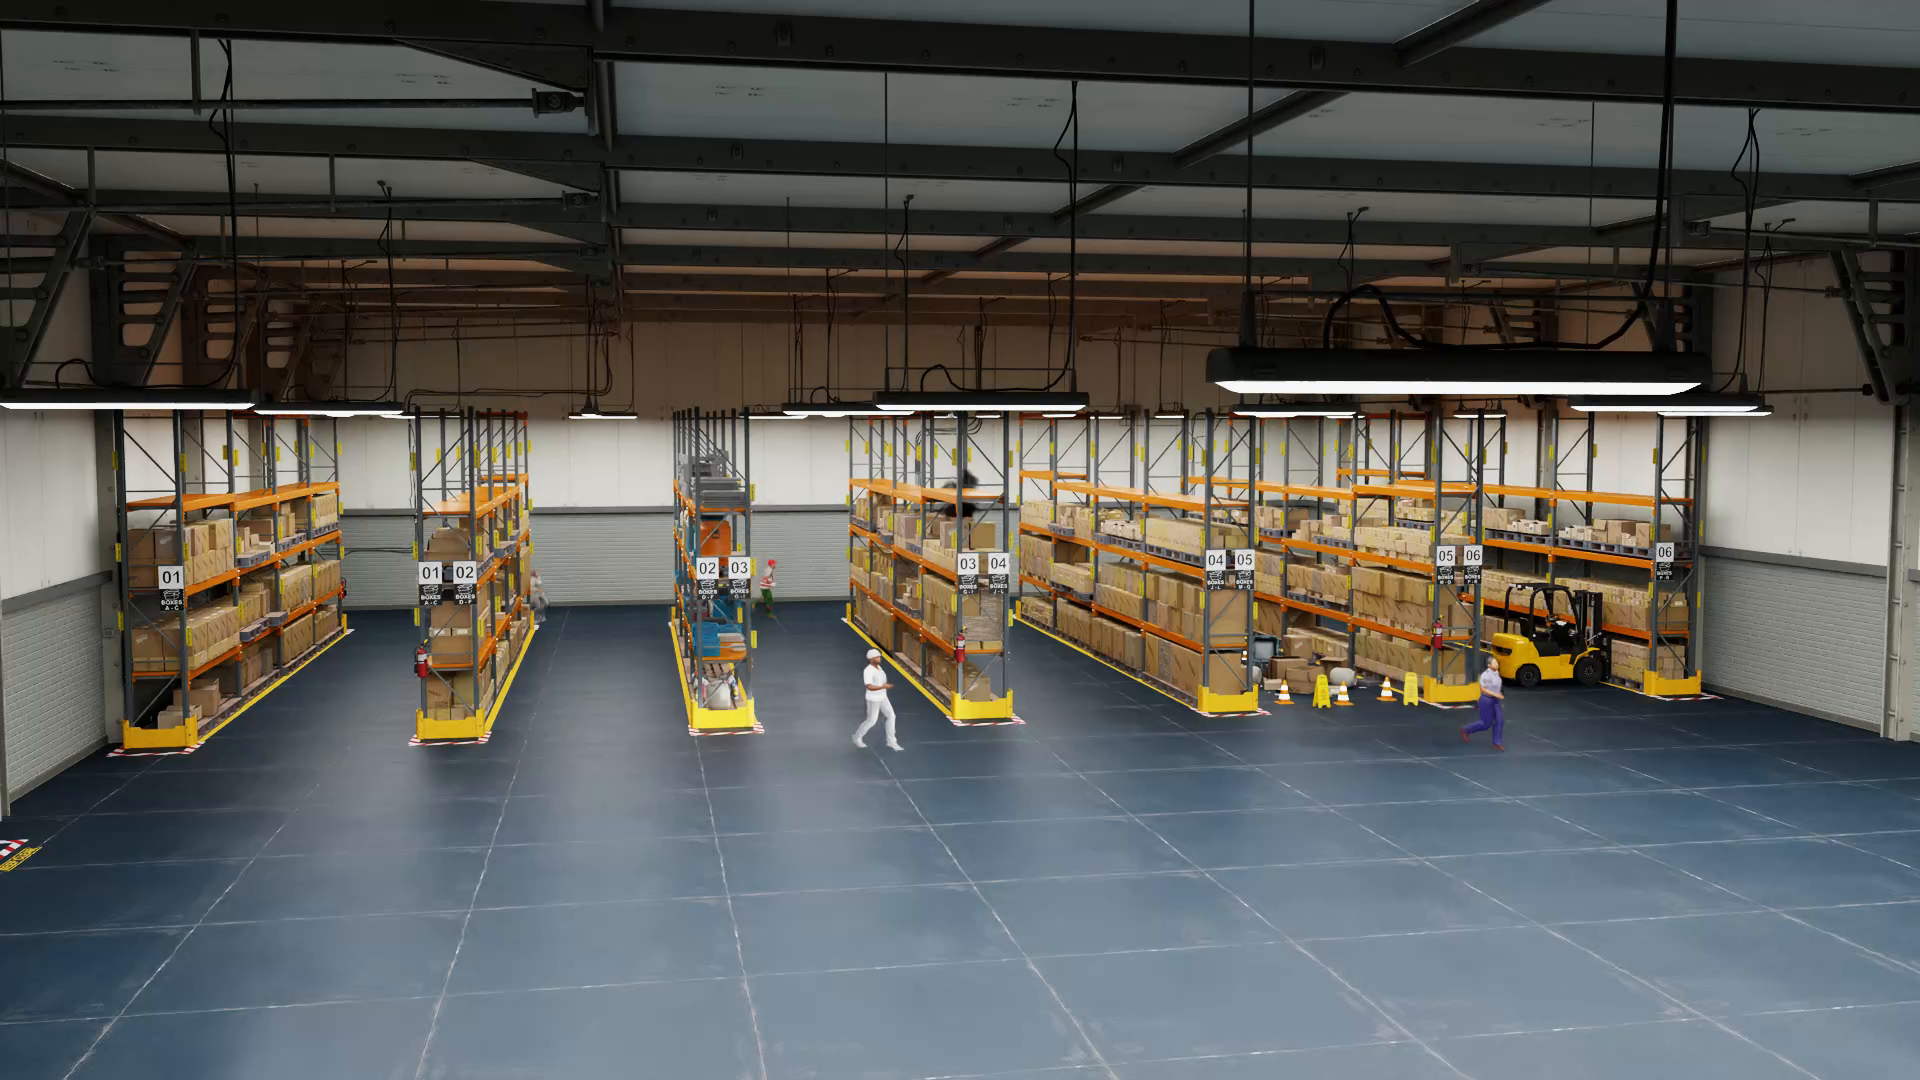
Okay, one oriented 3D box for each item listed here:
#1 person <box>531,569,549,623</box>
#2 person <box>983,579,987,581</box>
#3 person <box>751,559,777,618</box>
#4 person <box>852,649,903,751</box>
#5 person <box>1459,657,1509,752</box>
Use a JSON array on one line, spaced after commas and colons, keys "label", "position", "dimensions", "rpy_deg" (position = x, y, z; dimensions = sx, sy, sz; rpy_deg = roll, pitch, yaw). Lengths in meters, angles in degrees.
[{"label": "person", "position": [-11.951, 1.590, 47.059], "dimensions": [0.612, 1.553, 0.501], "rpy_deg": [2, 5, 27]}, {"label": "person", "position": [0.556, 1.370, 48.868], "dimensions": [0.705, 1.727, 0.924], "rpy_deg": [3, 5, 33]}, {"label": "person", "position": [-5.736, 1.425, 48.547], "dimensions": [0.819, 1.726, 0.648], "rpy_deg": [0, 4, -7]}, {"label": "person", "position": [-1.439, 2.784, 28.954], "dimensions": [0.900, 1.779, 0.704], "rpy_deg": [2, 4, 22]}, {"label": "person", "position": [9.216, 2.857, 29.087], "dimensions": [0.828, 1.647, 0.615], "rpy_deg": [3, 5, 39]}]
